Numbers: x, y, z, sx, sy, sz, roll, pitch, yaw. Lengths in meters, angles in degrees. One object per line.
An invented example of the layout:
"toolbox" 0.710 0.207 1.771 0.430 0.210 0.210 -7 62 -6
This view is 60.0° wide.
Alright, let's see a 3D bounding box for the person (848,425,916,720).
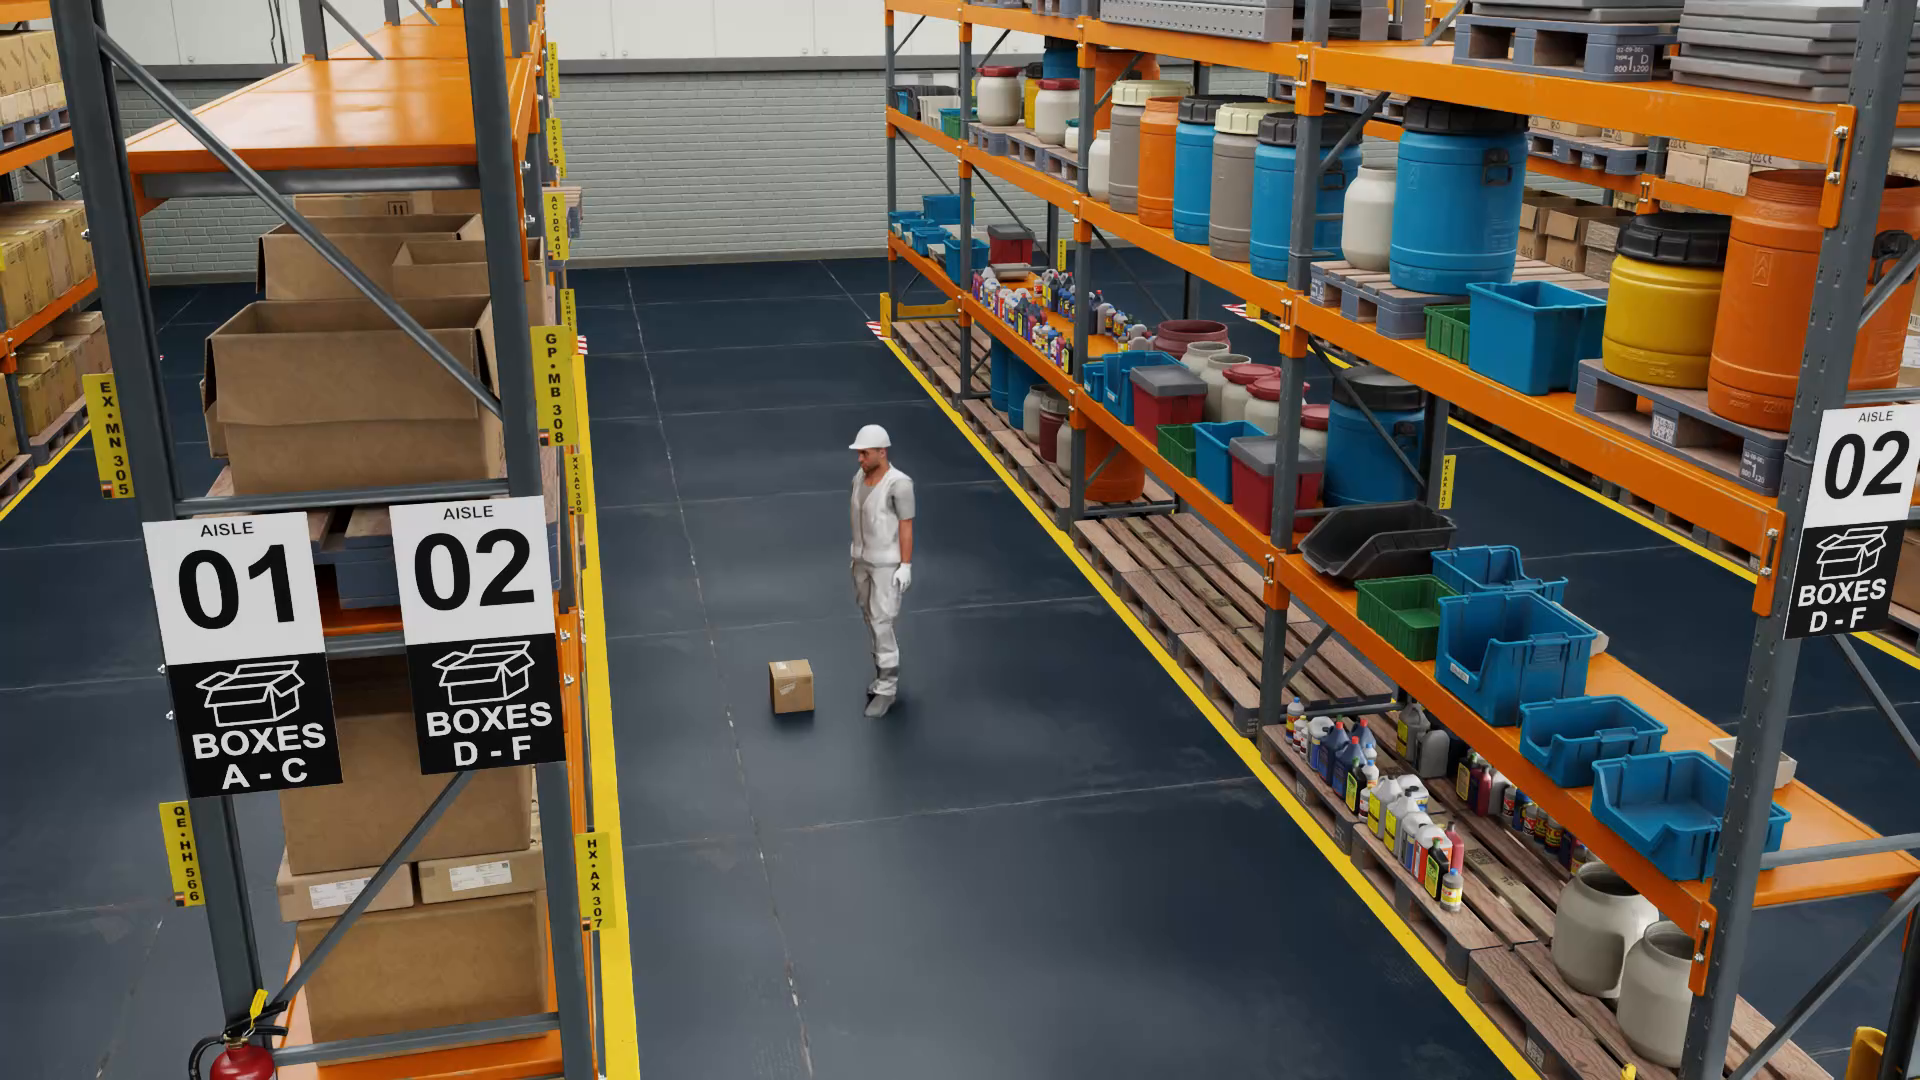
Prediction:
"person" -0.577 0.173 10.540 0.565 1.797 0.528 18 26 42
